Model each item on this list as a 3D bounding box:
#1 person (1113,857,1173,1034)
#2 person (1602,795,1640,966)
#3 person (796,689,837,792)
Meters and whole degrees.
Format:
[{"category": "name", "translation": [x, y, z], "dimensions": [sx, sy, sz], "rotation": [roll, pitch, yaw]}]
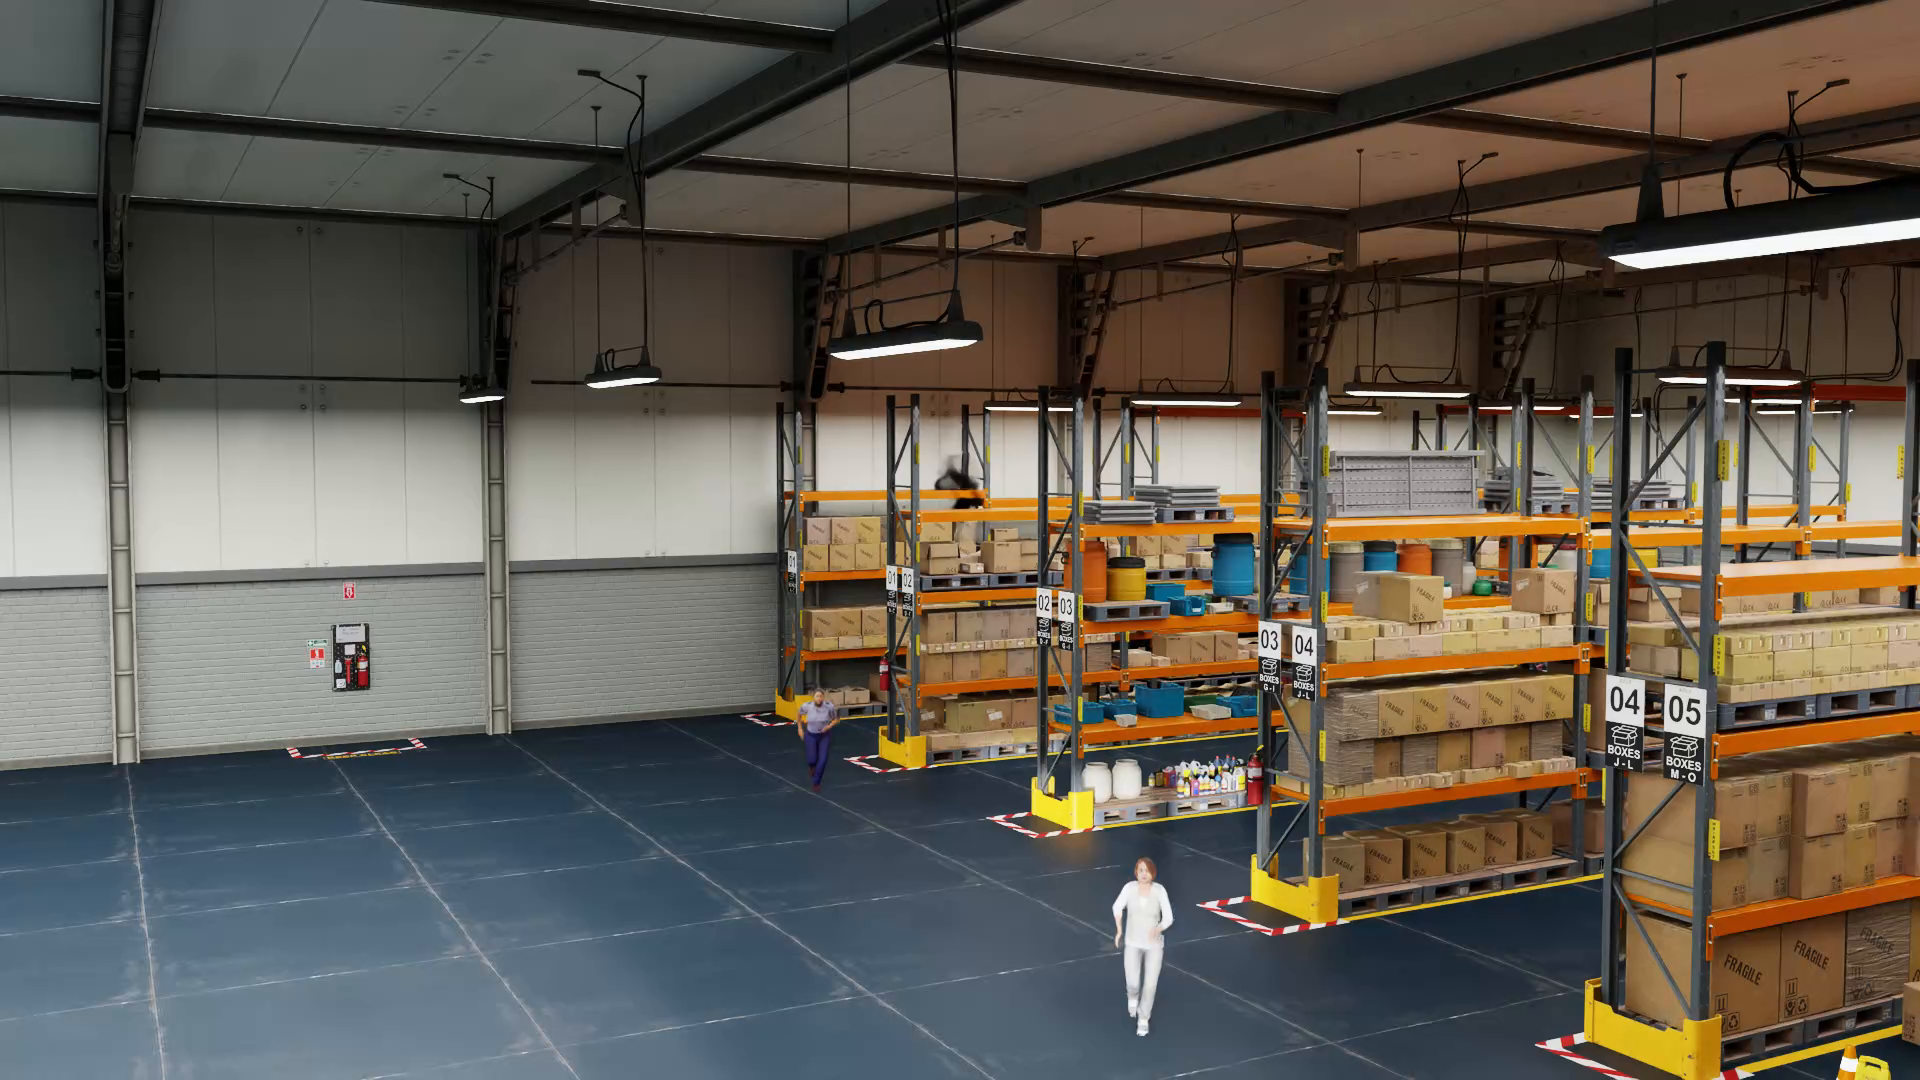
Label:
[{"category": "person", "translation": [1.598, 3.563, 14.575], "dimensions": [0.533, 1.561, 0.534], "rotation": [0, 3, 8]}, {"category": "person", "translation": [6.759, 3.363, 16.660], "dimensions": [0.653, 1.739, 0.712], "rotation": [-2, 4, -33]}, {"category": "person", "translation": [-2.145, 2.998, 24.902], "dimensions": [0.578, 1.559, 0.686], "rotation": [-1, 3, -12]}]
